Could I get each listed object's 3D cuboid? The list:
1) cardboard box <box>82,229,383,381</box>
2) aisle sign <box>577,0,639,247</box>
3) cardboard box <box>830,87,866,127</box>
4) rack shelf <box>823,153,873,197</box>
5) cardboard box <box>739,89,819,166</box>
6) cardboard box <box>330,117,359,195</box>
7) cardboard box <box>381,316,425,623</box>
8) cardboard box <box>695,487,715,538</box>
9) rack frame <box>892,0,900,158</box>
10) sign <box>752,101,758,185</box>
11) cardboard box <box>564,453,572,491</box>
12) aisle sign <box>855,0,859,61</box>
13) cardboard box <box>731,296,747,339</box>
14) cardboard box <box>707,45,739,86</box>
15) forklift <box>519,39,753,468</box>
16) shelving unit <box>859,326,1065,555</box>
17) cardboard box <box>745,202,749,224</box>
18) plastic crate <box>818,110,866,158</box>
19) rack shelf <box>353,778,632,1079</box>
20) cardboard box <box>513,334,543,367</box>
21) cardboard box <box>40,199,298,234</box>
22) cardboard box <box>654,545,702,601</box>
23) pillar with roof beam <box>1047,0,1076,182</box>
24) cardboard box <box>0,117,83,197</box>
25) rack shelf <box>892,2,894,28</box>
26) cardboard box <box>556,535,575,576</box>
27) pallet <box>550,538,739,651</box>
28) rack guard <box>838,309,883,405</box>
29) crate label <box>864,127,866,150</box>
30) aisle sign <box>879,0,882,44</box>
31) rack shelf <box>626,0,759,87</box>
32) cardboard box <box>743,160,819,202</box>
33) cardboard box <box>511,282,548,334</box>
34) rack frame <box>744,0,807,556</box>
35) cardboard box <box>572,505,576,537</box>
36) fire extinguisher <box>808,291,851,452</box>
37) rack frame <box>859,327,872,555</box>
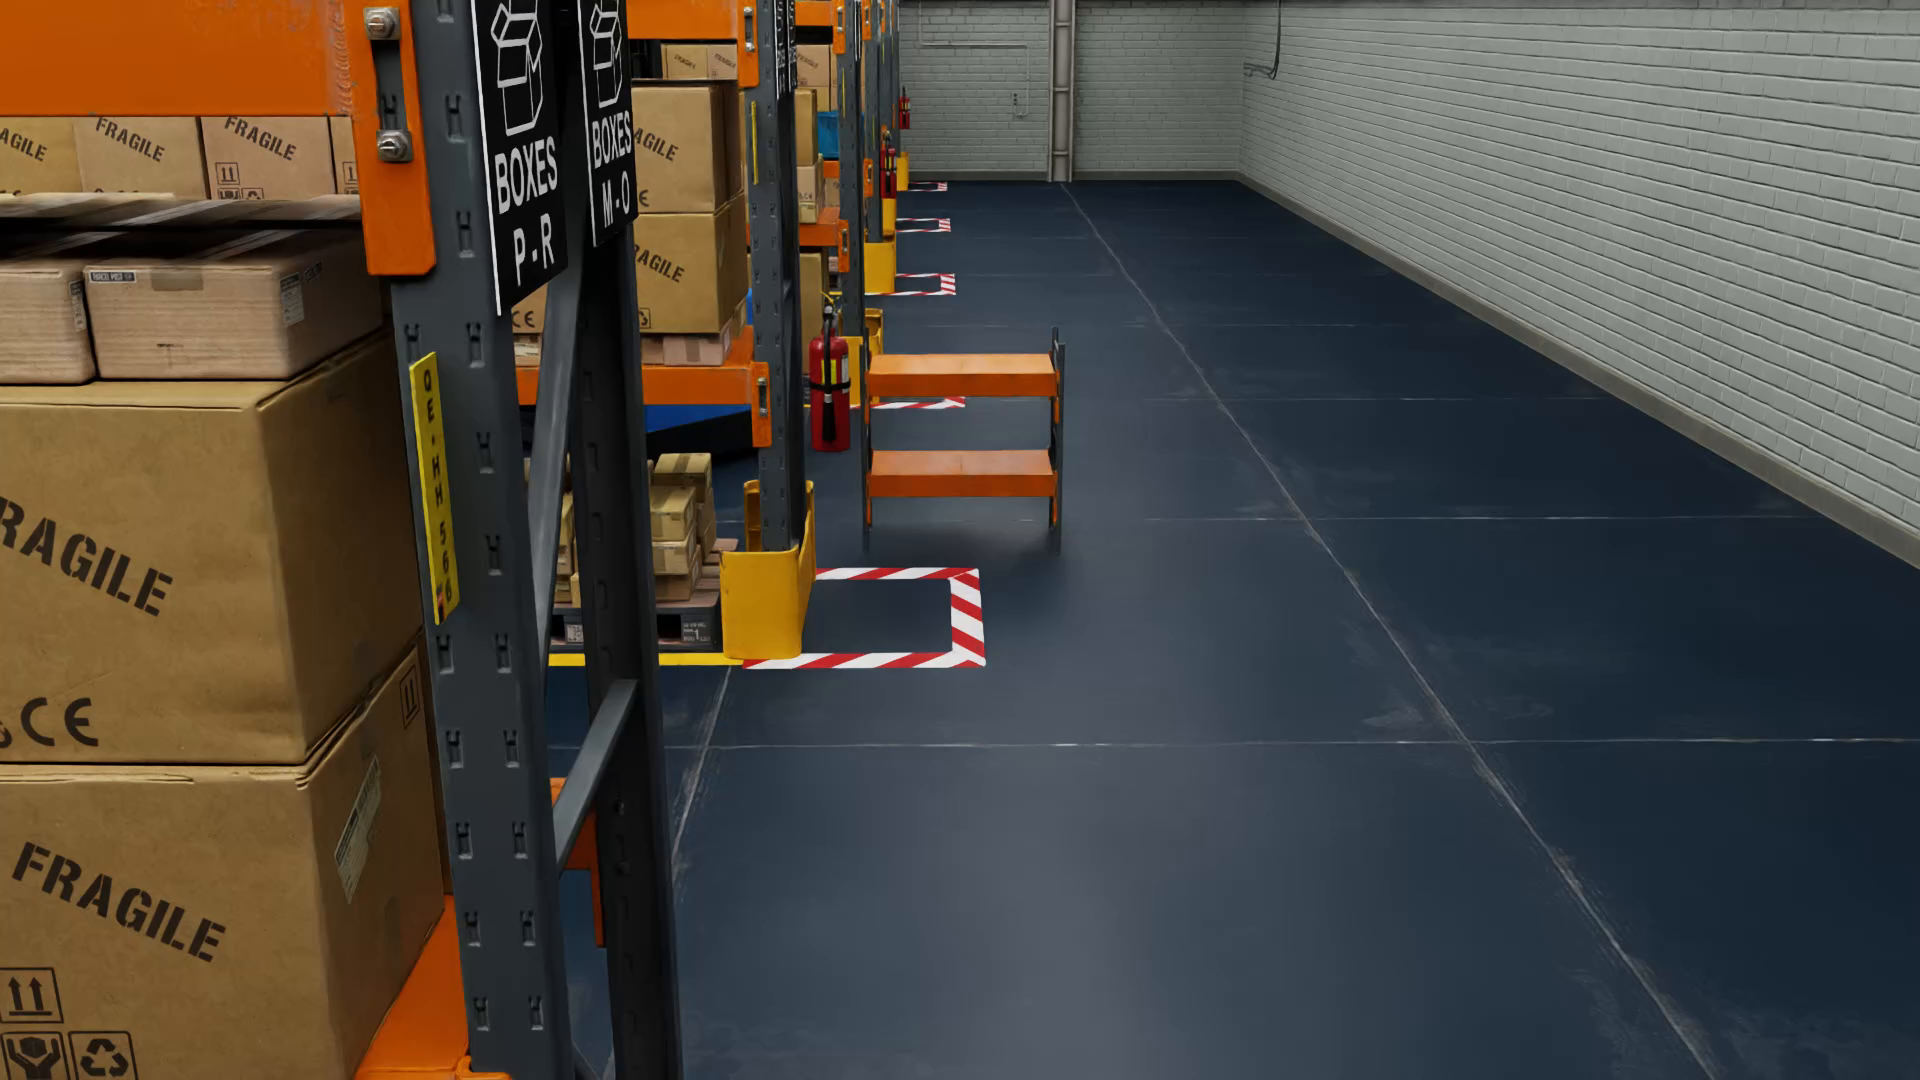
[{"bbox_3d":[-0.995,-0.334,2.316,0.250,0.149,0.380,0,18,0],"label":"cardboard box"},{"bbox_3d":[-0.572,-0.891,2.660,0.004,0.787,0.394,0,18,-1],"label":"aisle sign"},{"bbox_3d":[-1.392,-5.579,21.365,0.500,0.500,0.500,0,18,1],"label":"cardboard box"},{"bbox_3d":[-2.874,-3.752,17.010,4.000,0.370,1.077,0,18,-1],"label":"rack shelf"},{"bbox_3d":[-1.279,-2.936,11.820,0.500,0.500,0.500,0,18,0],"label":"cardboard box"},{"bbox_3d":[-2.299,-1.655,7.010,0.500,0.500,0.500,1,18,2],"label":"cardboard box"},{"bbox_3d":[-1.124,-0.173,2.875,0.500,0.500,0.500,-1,18,-2],"label":"cardboard box"},{"bbox_3d":[-1.347,-0.136,8.053,0.250,0.149,0.380,0,18,1],"label":"cardboard box"},{"bbox_3d":[-1.031,-7.130,26.363,0.127,3.000,1.000,0,18,-1],"label":"rack frame"},{"bbox_3d":[-0.830,-1.608,6.737,0.005,0.325,0.100,0,18,-1],"label":"sign"},{"bbox_3d":[-1.876,-0.303,8.086,0.250,0.149,0.380,0,18,-1],"label":"cardboard box"},{"bbox_3d":[-0.720,-3.738,11.533,0.004,0.787,0.394,0,18,-1],"label":"aisle sign"},{"bbox_3d":[-1.148,-1.055,7.836,0.250,0.149,0.380,0,18,-1],"label":"cardboard box"},{"bbox_3d":[-2.927,-6.045,21.182,0.500,0.500,0.500,0,18,1],"label":"cardboard box"},{"bbox_3d":[-2.681,-2.164,10.994,3.031,2.935,1.130,16,24,41],"label":"forklift"},{"bbox_3d":[0.007,-0.536,8.876,1.048,1.125,0.538,0,18,-1],"label":"shelving unit"},{"bbox_3d":[-1.407,-2.368,11.929,0.250,0.149,0.380,0,18,0],"label":"cardboard box"},{"bbox_3d":[-1.206,-4.091,16.733,0.499,0.435,0.616,0,18,-1],"label":"plastic crate"},{"bbox_3d":[-2.640,0.788,2.859,4.000,0.370,1.077,0,18,-1],"label":"rack shelf"},{"bbox_3d":[-1.895,-0.864,7.243,0.250,0.149,0.380,0,18,1],"label":"cardboard box"},{"bbox_3d":[-1.260,-0.457,2.699,0.250,0.149,0.380,0,18,0],"label":"cardboard box"},{"bbox_3d":[-1.342,0.148,7.656,0.250,0.149,0.380,0,18,0],"label":"cardboard box"},{"bbox_3d":[1.723,-8.949,22.212,0.400,9.000,9.100,0,18,-1],"label":"pillar with roof beam"},{"bbox_3d":[-3.845,-1.657,7.014,0.500,0.500,0.500,-1,18,-3],"label":"cardboard box"},{"bbox_3d":[-3.031,-8.206,25.984,4.000,0.370,1.077,0,18,-1],"label":"rack shelf"},{"bbox_3d":[-1.862,0.033,7.528,0.250,0.149,0.380,-1,18,-3],"label":"cardboard box"},{"bbox_3d":[-1.708,0.245,7.937,1.213,0.211,1.003,0,18,-1],"label":"pallet"},{"bbox_3d":[-0.772,-1.401,12.597,0.348,0.500,1.175,0,18,-1],"label":"rack guard"},{"bbox_3d":[-1.126,-4.152,17.256,0.303,0.233,0.416,0,18,-1],"label":"crate label"},{"bbox_3d":[-0.807,-5.433,16.817,0.004,0.787,0.394,0,18,-1],"label":"aisle sign"},{"bbox_3d":[-2.819,-2.152,7.112,4.000,0.370,1.077,0,18,-1],"label":"rack shelf"},{"bbox_3d":[-1.277,-2.578,11.932,0.500,0.250,0.500,-1,18,-2],"label":"cardboard box"},{"bbox_3d":[-1.779,-1.183,7.175,0.500,0.500,0.500,-1,18,-2],"label":"cardboard box"},{"bbox_3d":[-0.819,-1.076,7.491,0.127,3.000,1.000,0,18,-1],"label":"rack frame"},{"bbox_3d":[-1.596,-0.138,7.573,0.250,0.149,0.380,0,18,0],"label":"cardboard box"},{"bbox_3d":[-0.560,-0.722,7.124,0.183,0.674,0.296,0,18,-1],"label":"fire extinguisher"},{"bbox_3d":[-0.502,-0.533,8.868,0.032,1.125,0.500,0,18,-1],"label":"rack frame"}]
